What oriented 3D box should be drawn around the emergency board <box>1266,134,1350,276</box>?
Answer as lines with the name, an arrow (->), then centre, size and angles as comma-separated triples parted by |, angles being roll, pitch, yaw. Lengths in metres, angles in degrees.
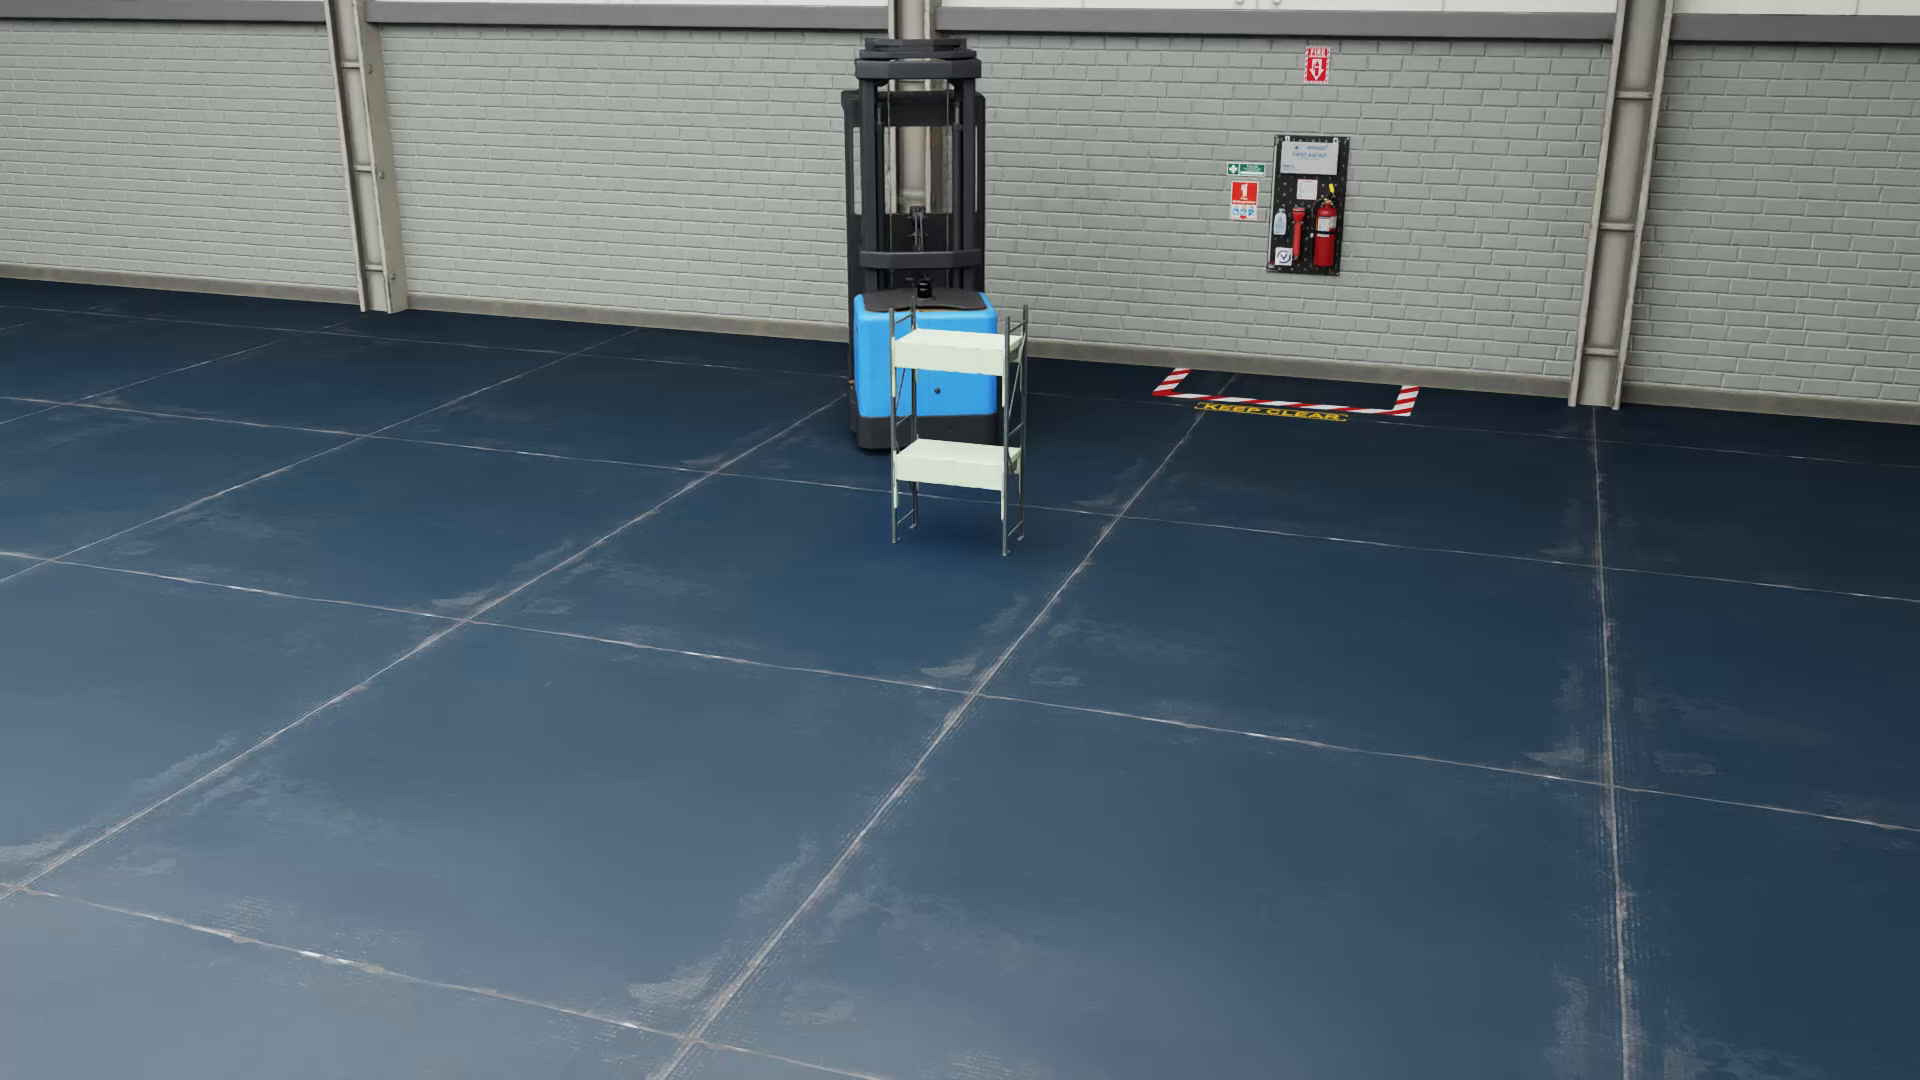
emergency board -> 2.948, -2.831, 14.140 | 0.643, 1.169, 0.194 | 7, 20, 18

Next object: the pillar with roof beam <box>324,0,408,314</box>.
pillar with roof beam -> -7.478, -5.343, 12.231 | 0.400, 9.000, 9.100 | 7, 20, 18

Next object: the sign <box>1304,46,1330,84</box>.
sign -> 2.973, -3.957, 13.850 | 0.199, 0.298, 0.001 | 7, 20, 18

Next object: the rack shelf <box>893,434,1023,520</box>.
rack shelf -> -0.006, -0.401, 10.439 | 0.720, 0.370, 0.431 | 7, 20, 18

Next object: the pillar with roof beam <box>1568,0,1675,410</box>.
pillar with roof beam -> 3.857, -4.046, 8.513 | 0.400, 9.000, 9.100 | 7, 20, 18

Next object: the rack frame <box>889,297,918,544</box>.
rack frame -> -0.352, -0.748, 10.445 | 0.023, 1.500, 0.400 | 7, 20, 18

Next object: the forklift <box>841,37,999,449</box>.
forklift -> -0.372, -2.498, 13.290 | 1.130, 2.935, 3.031 | -2, 19, -5

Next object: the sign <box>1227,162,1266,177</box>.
sign -> 2.461, -3.186, 14.301 | 0.331, 0.109, 0.001 | 7, 20, 18

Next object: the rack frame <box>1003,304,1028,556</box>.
rack frame -> 0.339, -0.669, 10.218 | 0.023, 1.500, 0.400 | 7, 20, 18

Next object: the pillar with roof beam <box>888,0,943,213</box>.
pillar with roof beam -> -1.810, -4.694, 10.372 | 0.400, 9.000, 9.100 | 7, 20, 18

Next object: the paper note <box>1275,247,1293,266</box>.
paper note -> 2.804, -2.455, 14.401 | 0.142, 0.148, 0.016 | 7, 20, 18

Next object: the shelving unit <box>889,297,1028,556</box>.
shelving unit -> -0.006, -0.709, 10.331 | 0.755, 1.500, 0.431 | 7, 20, 18

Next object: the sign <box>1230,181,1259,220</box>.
sign -> 2.460, -2.939, 14.398 | 0.234, 0.329, 0.001 | 7, 20, 18

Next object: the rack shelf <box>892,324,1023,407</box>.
rack shelf -> -0.006, -1.077, 10.203 | 0.720, 0.370, 0.431 | 7, 20, 18
